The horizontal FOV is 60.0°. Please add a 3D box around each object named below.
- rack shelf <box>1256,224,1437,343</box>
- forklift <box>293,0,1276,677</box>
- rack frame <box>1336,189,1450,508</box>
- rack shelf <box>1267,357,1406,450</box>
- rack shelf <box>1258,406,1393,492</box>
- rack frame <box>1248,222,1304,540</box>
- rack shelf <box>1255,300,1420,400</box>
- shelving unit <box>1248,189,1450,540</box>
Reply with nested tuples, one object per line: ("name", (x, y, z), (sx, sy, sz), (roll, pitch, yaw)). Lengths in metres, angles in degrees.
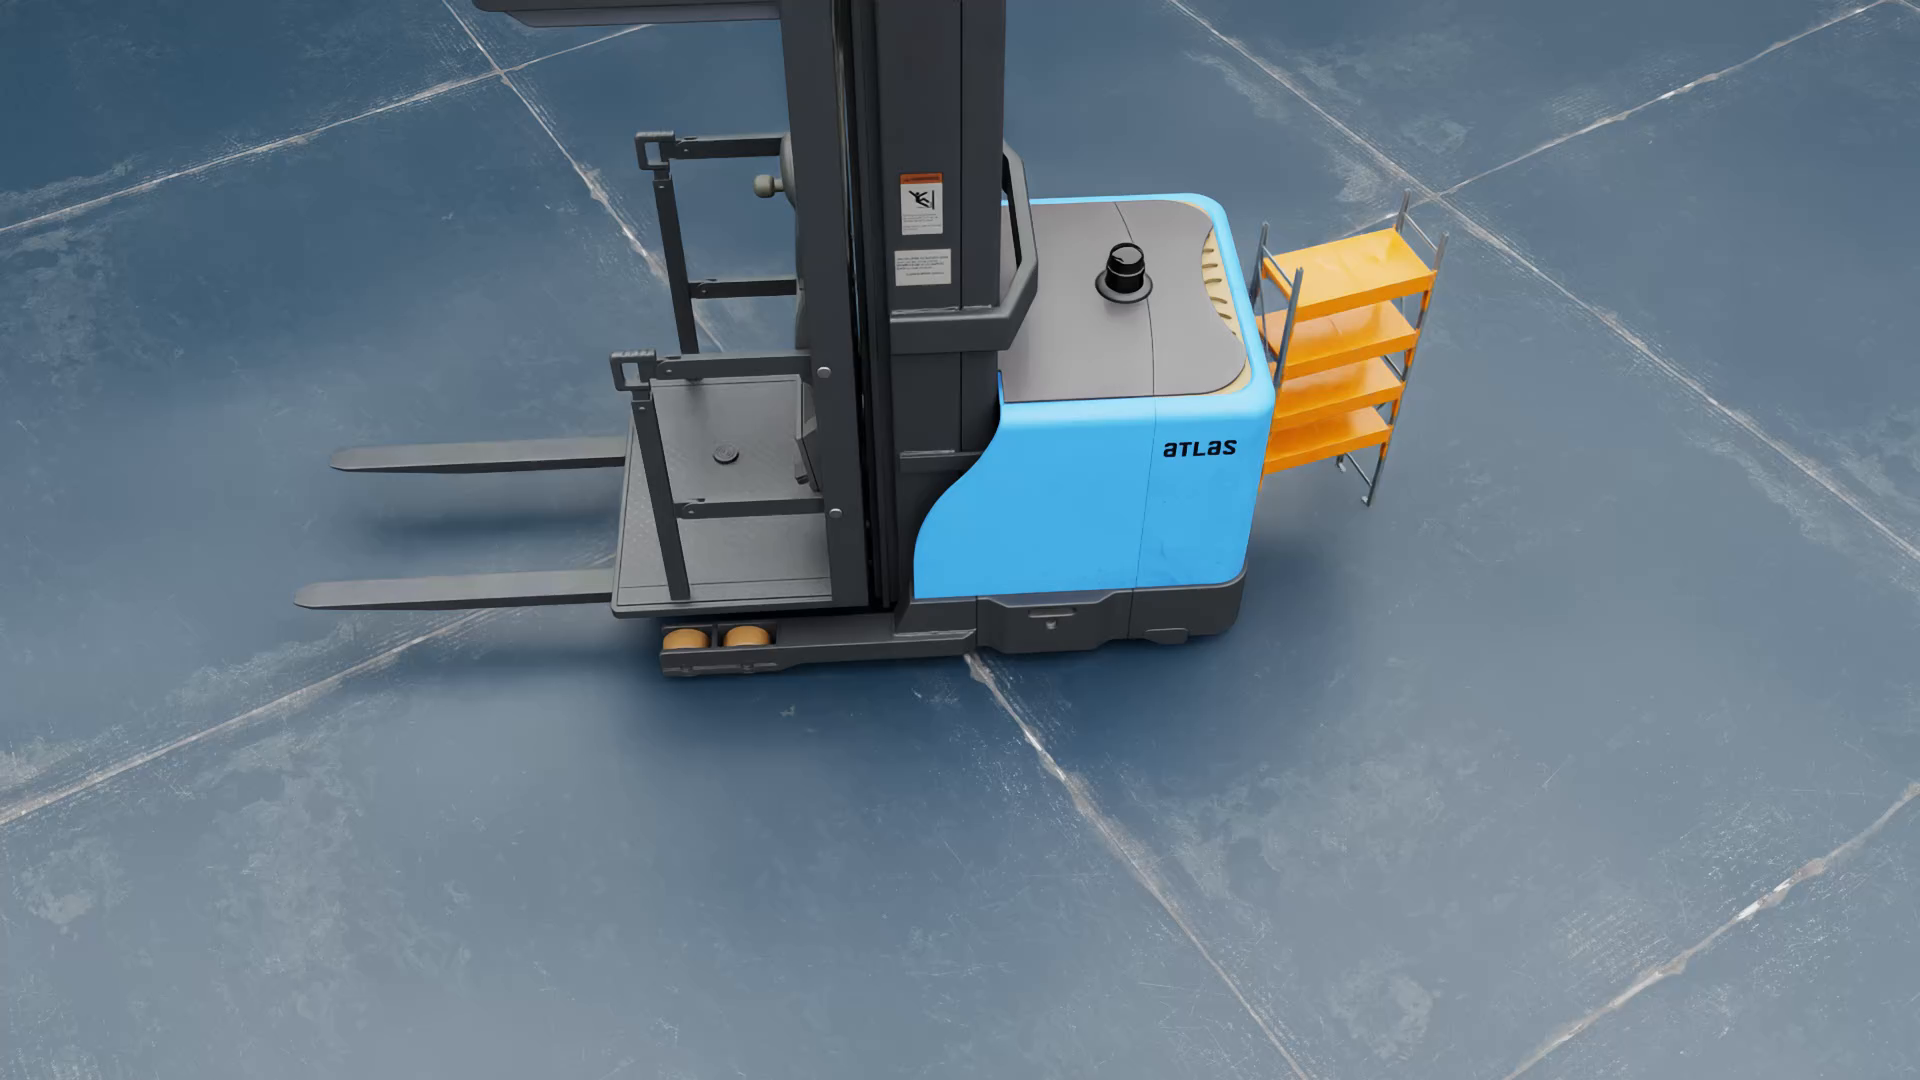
("rack shelf", (1.181, -0.793, 5.124), (0.480, 0.148, 0.258), (-15, 50, -14))
("forklift", (-0.627, -0.945, 4.629), (3.031, 2.935, 1.130), (-3, 48, -2))
("rack frame", (1.407, -0.594, 5.475), (0.015, 1.200, 0.240), (-15, 50, -14))
("rack shelf", (1.178, -0.488, 5.468), (0.480, 0.148, 0.258), (-15, 50, -14))
("rack shelf", (1.176, -0.356, 5.617), (0.480, 0.148, 0.258), (-15, 50, -14))
("rack frame", (0.949, -0.470, 5.360), (0.015, 1.200, 0.240), (-15, 50, -14))
("rack shelf", (1.179, -0.636, 5.301), (0.480, 0.148, 0.258), (-15, 50, -14))
("shelving unit", (1.178, -0.532, 5.418), (0.503, 1.200, 0.258), (-15, 50, -14))
